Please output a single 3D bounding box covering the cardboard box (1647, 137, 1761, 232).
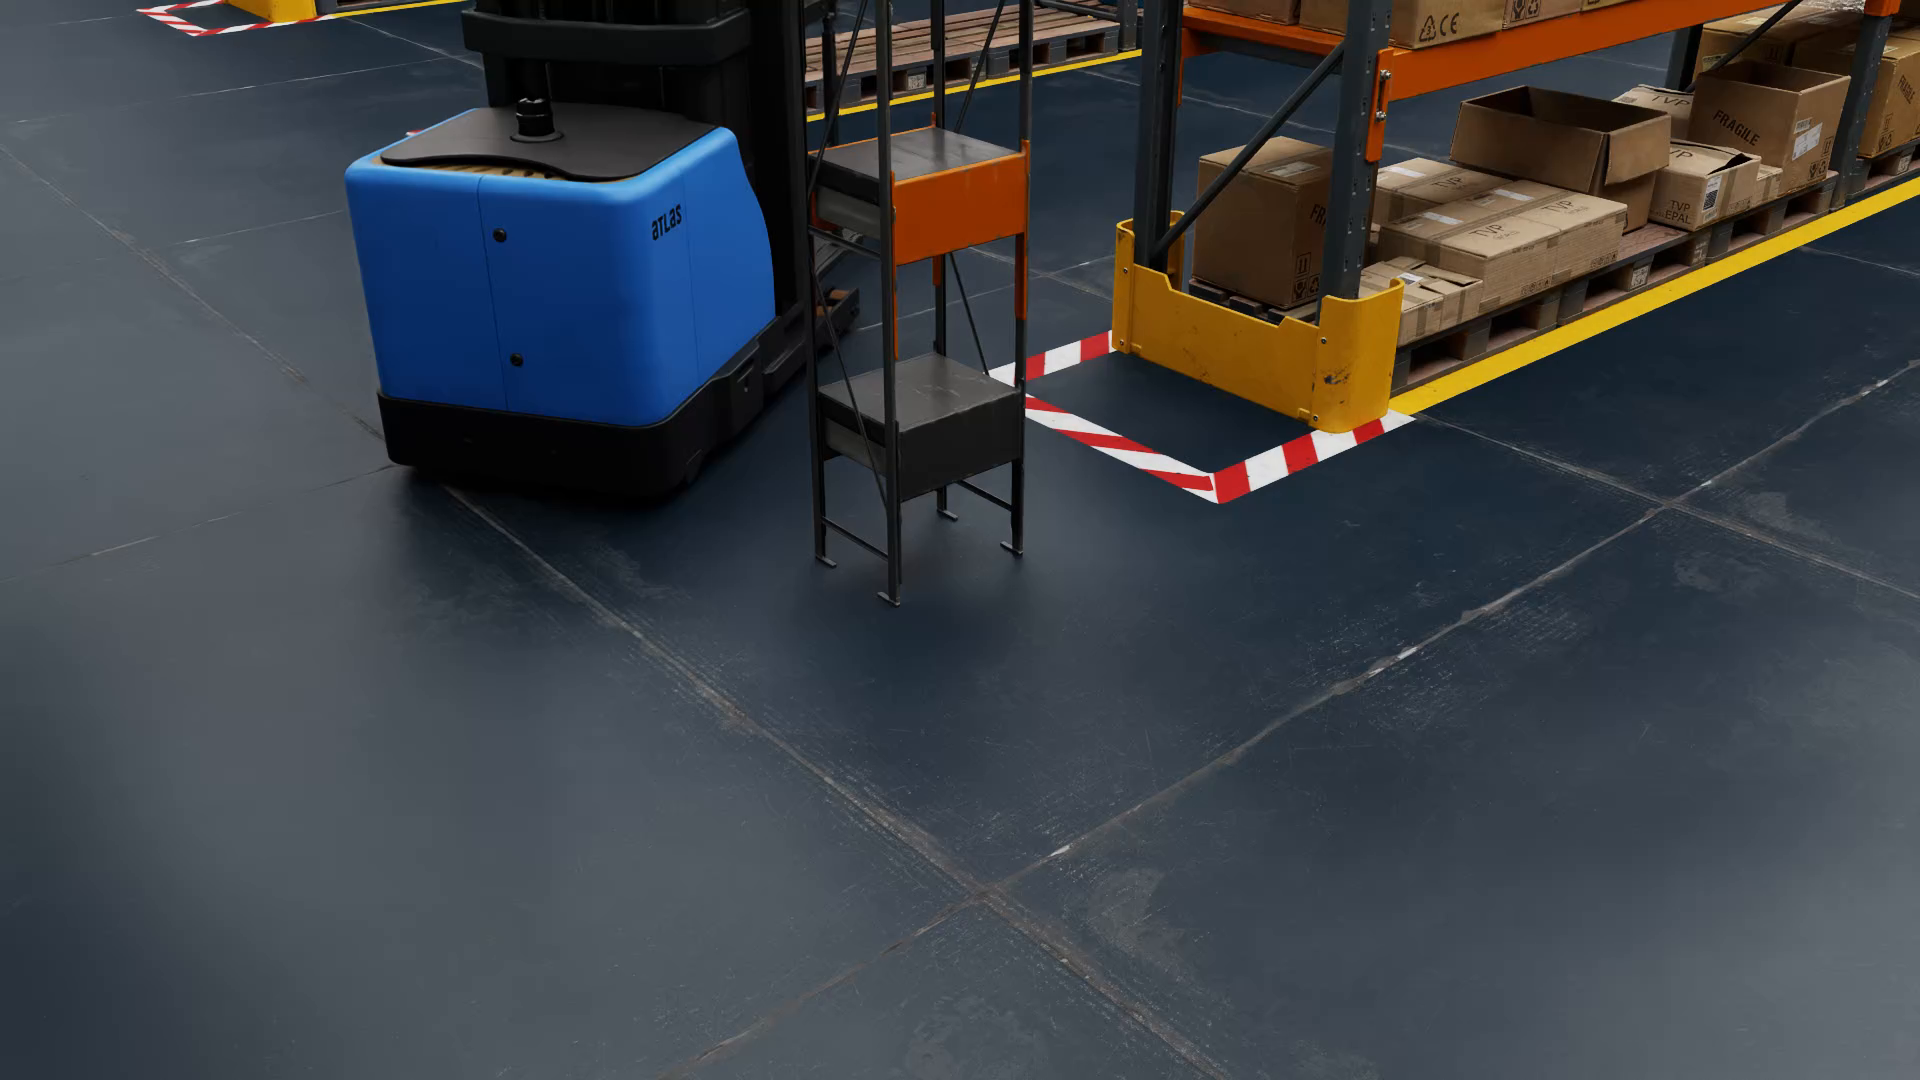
[{"bbox_3d":[3.260,-1.656,7.553,0.500,0.311,0.500,-22,35,-35],"label":"cardboard box"}]

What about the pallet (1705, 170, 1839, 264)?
[{"bbox_3d":[3.557,-1.714,8.234,1.213,0.211,1.003,-22,35,-35],"label":"pallet"}]

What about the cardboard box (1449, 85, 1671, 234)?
[{"bbox_3d":[2.654,-1.670,7.375,0.637,0.503,0.797,-22,35,-35],"label":"cardboard box"}]

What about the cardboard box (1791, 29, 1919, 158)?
[{"bbox_3d":[4.606,-2.306,8.568,0.500,0.500,0.500,-24,36,-37],"label":"cardboard box"}]

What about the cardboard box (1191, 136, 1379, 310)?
[{"bbox_3d":[1.291,-1.276,6.641,0.500,0.500,0.500,-22,35,-35],"label":"cardboard box"}]

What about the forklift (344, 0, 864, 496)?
[{"bbox_3d":[-1.047,-2.113,6.093,1.130,2.935,3.031,8,29,14],"label":"forklift"}]

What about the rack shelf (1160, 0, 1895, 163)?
[{"bbox_3d":[2.558,-2.225,6.993,4.000,0.370,1.077,-22,35,-35],"label":"rack shelf"}]

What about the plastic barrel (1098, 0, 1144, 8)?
[{"bbox_3d":[1.293,-4.351,11.990,0.708,0.901,0.600,-22,35,-35],"label":"plastic barrel"}]

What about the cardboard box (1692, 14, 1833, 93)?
[{"bbox_3d":[4.269,-2.499,8.929,0.500,0.500,0.500,-22,35,-35],"label":"cardboard box"}]

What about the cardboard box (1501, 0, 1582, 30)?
[{"bbox_3d":[1.935,-2.175,6.031,0.500,0.500,0.500,-22,35,-35],"label":"cardboard box"}]

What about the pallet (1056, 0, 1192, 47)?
[{"bbox_3d":[1.482,-3.922,12.365,1.213,0.211,1.003,-22,35,-35],"label":"pallet"}]

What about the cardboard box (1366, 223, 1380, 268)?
[{"bbox_3d":[1.657,-1.221,6.891,0.250,0.166,0.380,-22,35,-35],"label":"cardboard box"}]

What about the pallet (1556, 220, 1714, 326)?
[{"bbox_3d":[2.628,-1.339,7.532,1.213,0.211,1.003,-22,35,-35],"label":"pallet"}]

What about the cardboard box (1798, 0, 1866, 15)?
[{"bbox_3d":[5.033,-2.800,9.493,0.500,0.500,0.500,-21,35,-34],"label":"cardboard box"}]

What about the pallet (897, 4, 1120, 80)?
[{"bbox_3d":[0.334,-3.462,11.505,1.213,0.211,1.003,-22,35,-35],"label":"pallet"}]

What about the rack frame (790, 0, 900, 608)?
[{"bbox_3d":[-0.312,-0.801,4.521,0.015,2.100,0.400,-22,35,-35],"label":"rack frame"}]

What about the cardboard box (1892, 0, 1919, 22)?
[{"bbox_3d":[5.367,-2.943,8.963,0.500,0.250,0.500,-22,35,-35],"label":"cardboard box"}]

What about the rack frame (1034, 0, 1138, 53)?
[{"bbox_3d":[0.868,-4.931,11.294,0.127,3.000,1.000,-22,35,-35],"label":"rack frame"}]

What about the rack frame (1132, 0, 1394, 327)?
[{"bbox_3d":[1.037,-1.930,5.679,0.127,3.000,1.000,-22,35,-35],"label":"rack frame"}]

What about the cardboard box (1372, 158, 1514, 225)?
[{"bbox_3d":[2.033,-1.446,7.224,0.500,0.250,0.500,-22,35,-35],"label":"cardboard box"}]

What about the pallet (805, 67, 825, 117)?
[{"bbox_3d":[-1.523,-2.716,10.108,1.213,0.211,1.003,-22,35,-35],"label":"pallet"}]

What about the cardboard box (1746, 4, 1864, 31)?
[{"bbox_3d":[4.651,-2.647,9.206,0.500,0.500,0.500,-22,35,-35],"label":"cardboard box"}]

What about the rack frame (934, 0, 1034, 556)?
[{"bbox_3d":[0.060,-0.950,4.800,0.015,2.100,0.400,-22,35,-35],"label":"rack frame"}]

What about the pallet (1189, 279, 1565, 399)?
[{"bbox_3d":[1.701,-0.968,6.837,1.213,0.211,1.003,-22,35,-35],"label":"pallet"}]

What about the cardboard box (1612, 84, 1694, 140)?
[{"bbox_3d":[3.620,-2.111,8.404,0.500,0.311,0.500,-22,35,-35],"label":"cardboard box"}]

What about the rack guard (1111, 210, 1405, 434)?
[{"bbox_3d":[1.095,-0.851,6.312,0.348,0.500,1.175,-22,35,-35],"label":"rack guard"}]

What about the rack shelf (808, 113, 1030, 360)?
[{"bbox_3d":[-0.126,-0.863,4.667,0.480,0.518,0.431,-22,35,-35],"label":"rack shelf"}]

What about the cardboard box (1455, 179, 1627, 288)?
[{"bbox_3d":[2.395,-1.282,6.917,0.500,0.250,0.500,-22,35,-35],"label":"cardboard box"}]

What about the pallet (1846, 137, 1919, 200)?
[{"bbox_3d":[4.674,-2.186,9.117,1.213,0.211,1.003,-22,35,-35],"label":"pallet"}]

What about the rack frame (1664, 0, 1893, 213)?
[{"bbox_3d":[4.080,-3.154,7.969,0.127,3.000,1.000,-22,35,-35],"label":"rack frame"}]

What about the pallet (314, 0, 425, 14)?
[{"bbox_3d":[-4.832,-4.526,13.495,1.213,0.211,1.003,-22,35,-35],"label":"pallet"}]

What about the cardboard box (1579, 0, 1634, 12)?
[{"bbox_3d":[2.318,-2.328,6.317,0.500,0.500,0.500,-22,35,-35],"label":"cardboard box"}]

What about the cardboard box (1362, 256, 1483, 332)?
[{"bbox_3d":[1.769,-0.956,6.395,0.250,0.166,0.380,-22,35,-35],"label":"cardboard box"}]

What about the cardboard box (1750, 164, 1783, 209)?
[{"bbox_3d":[3.584,-1.678,7.766,0.250,0.149,0.380,-22,35,-35],"label":"cardboard box"}]

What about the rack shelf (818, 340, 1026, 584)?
[{"bbox_3d":[-0.126,-0.246,4.997,0.480,0.518,0.431,-22,35,-35],"label":"rack shelf"}]

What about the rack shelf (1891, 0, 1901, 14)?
[{"bbox_3d":[5.601,-3.448,9.283,4.000,0.370,1.077,-22,35,-35],"label":"rack shelf"}]

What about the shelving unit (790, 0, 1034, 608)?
[{"bbox_3d":[-0.126,-0.875,4.660,0.503,2.100,0.431,-22,35,-35],"label":"shelving unit"}]

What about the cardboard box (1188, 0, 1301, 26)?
[{"bbox_3d":[1.201,-2.209,6.094,0.500,0.500,0.500,-21,34,-33],"label":"cardboard box"}]

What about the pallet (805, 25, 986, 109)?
[{"bbox_3d":[-0.595,-3.087,10.803,1.213,0.211,1.003,-22,35,-35],"label":"pallet"}]

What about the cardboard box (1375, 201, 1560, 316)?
[{"bbox_3d":[2.015,-1.129,6.631,0.500,0.250,0.500,-22,35,-35],"label":"cardboard box"}]

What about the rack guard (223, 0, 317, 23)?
[{"bbox_3d":[-5.408,-4.373,12.903,0.348,0.500,1.175,-22,35,-35],"label":"rack guard"}]

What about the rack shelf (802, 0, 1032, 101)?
[{"bbox_3d":[-0.126,-1.481,4.337,0.480,0.518,0.431,-22,35,-35],"label":"rack shelf"}]

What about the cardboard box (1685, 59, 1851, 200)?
[{"bbox_3d":[3.831,-1.969,7.938,0.500,0.500,0.500,-22,35,-35],"label":"cardboard box"}]

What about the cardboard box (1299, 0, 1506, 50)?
[{"bbox_3d":[1.546,-2.015,5.733,0.500,0.500,0.500,-21,35,-34],"label":"cardboard box"}]

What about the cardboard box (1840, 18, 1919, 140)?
[{"bbox_3d":[5.005,-2.473,8.880,0.500,0.500,0.500,-21,35,-34],"label":"cardboard box"}]

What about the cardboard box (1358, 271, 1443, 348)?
[{"bbox_3d":[1.579,-0.872,6.256,0.250,0.149,0.380,-22,35,-35],"label":"cardboard box"}]
